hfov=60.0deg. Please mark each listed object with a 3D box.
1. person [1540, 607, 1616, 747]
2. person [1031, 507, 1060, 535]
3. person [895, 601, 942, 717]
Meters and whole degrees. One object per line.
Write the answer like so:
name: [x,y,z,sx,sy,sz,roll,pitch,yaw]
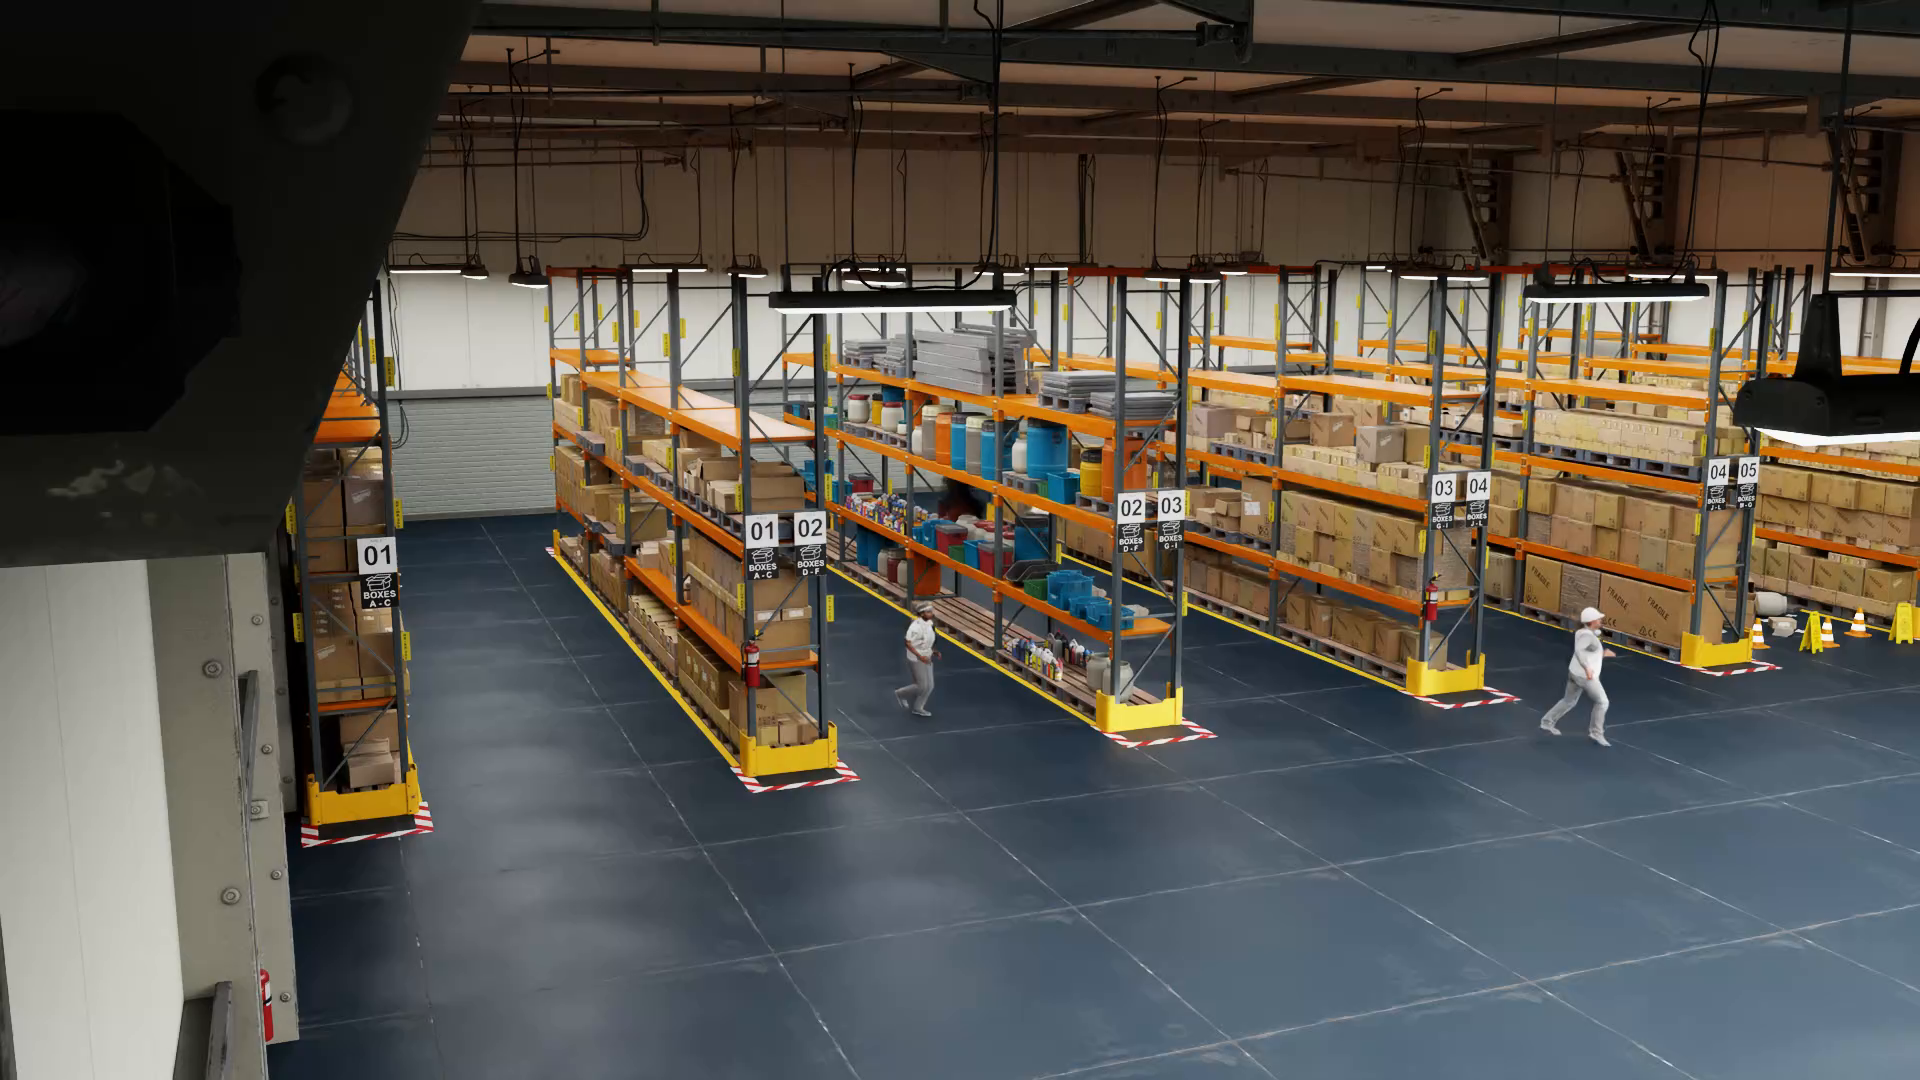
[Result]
person: [7.989,1.768,21.426,0.880,1.822,0.690,1,10,5]
person: [1.572,-0.014,30.112,0.678,1.874,0.804,-5,11,-26]
person: [-0.601,1.607,22.799,0.600,1.632,0.574,6,12,31]
